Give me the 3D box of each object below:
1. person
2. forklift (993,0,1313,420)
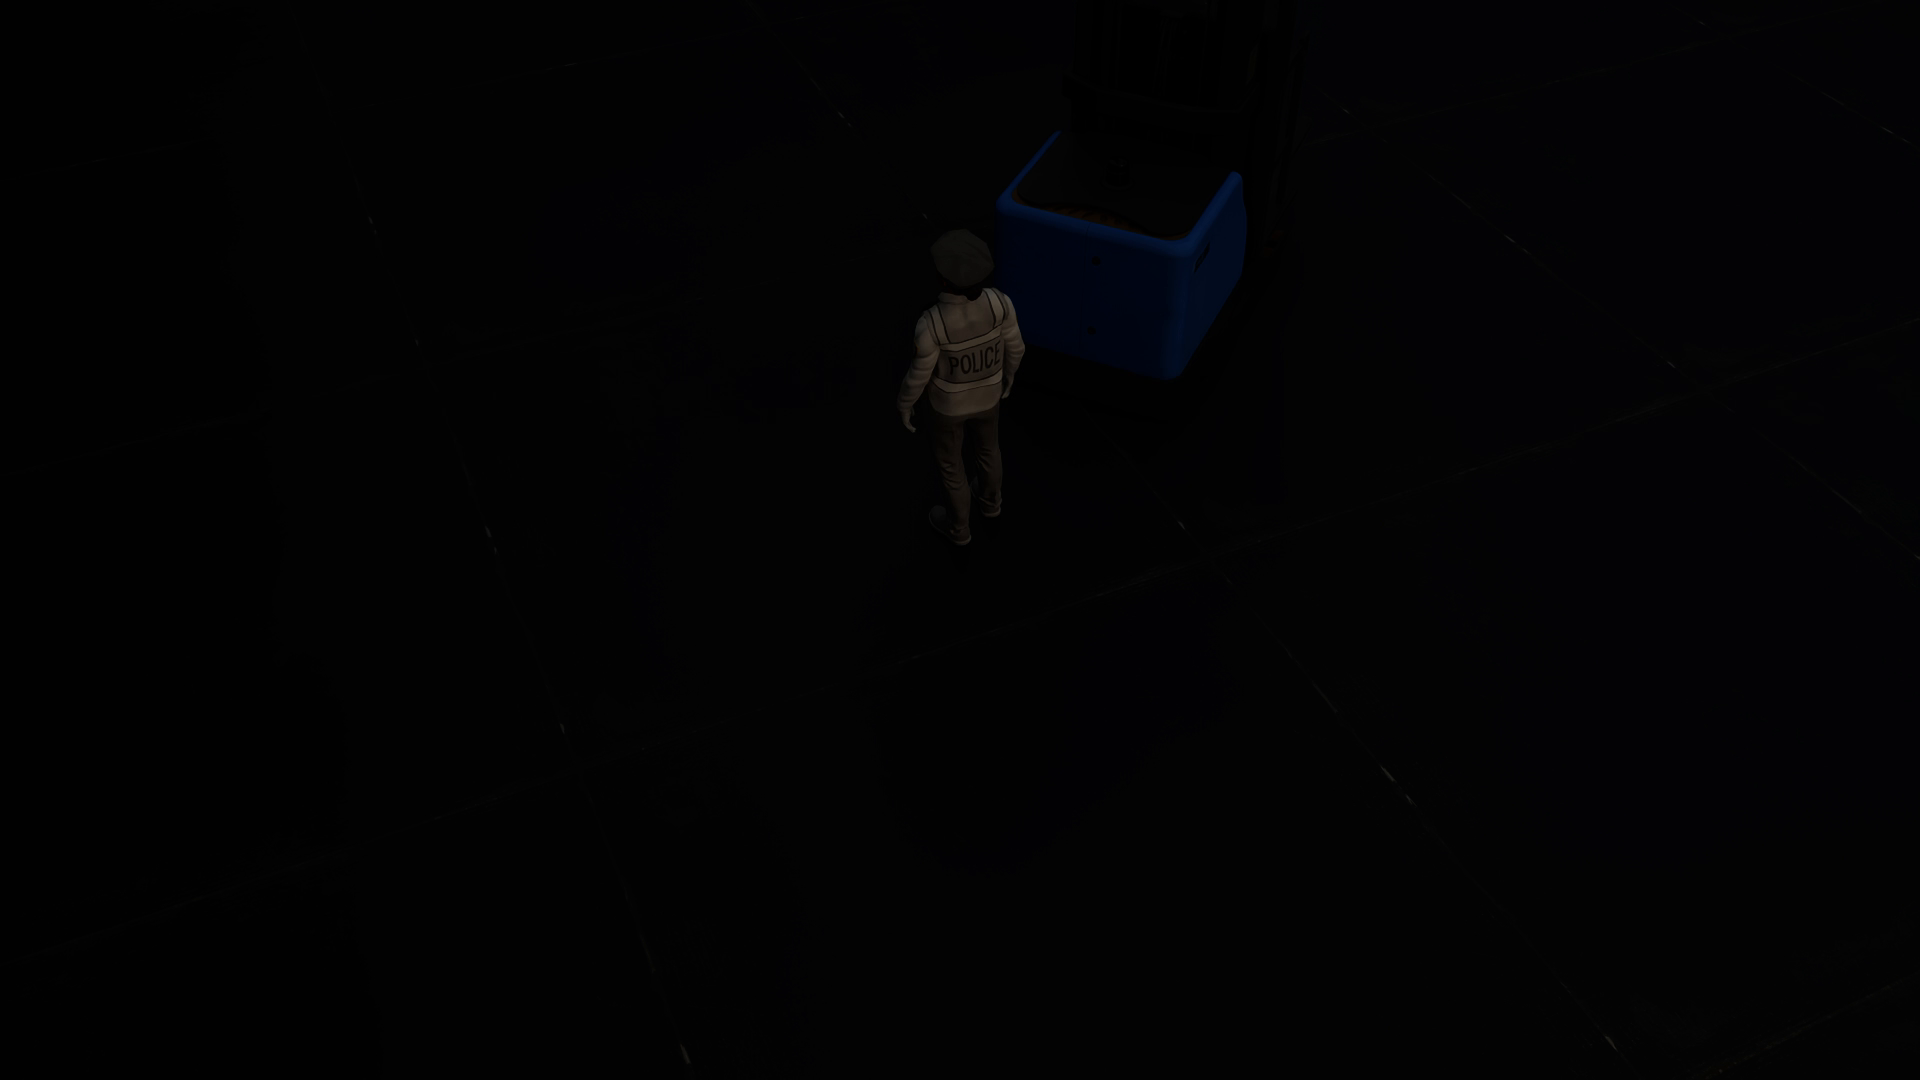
[{"bbox_3d":[-0.022,-0.669,7.293,0.586,1.694,0.532,-18,46,-18],"label":"person"},{"bbox_3d":[1.236,-2.686,8.559,1.130,2.935,3.031,18,46,18],"label":"forklift"}]
